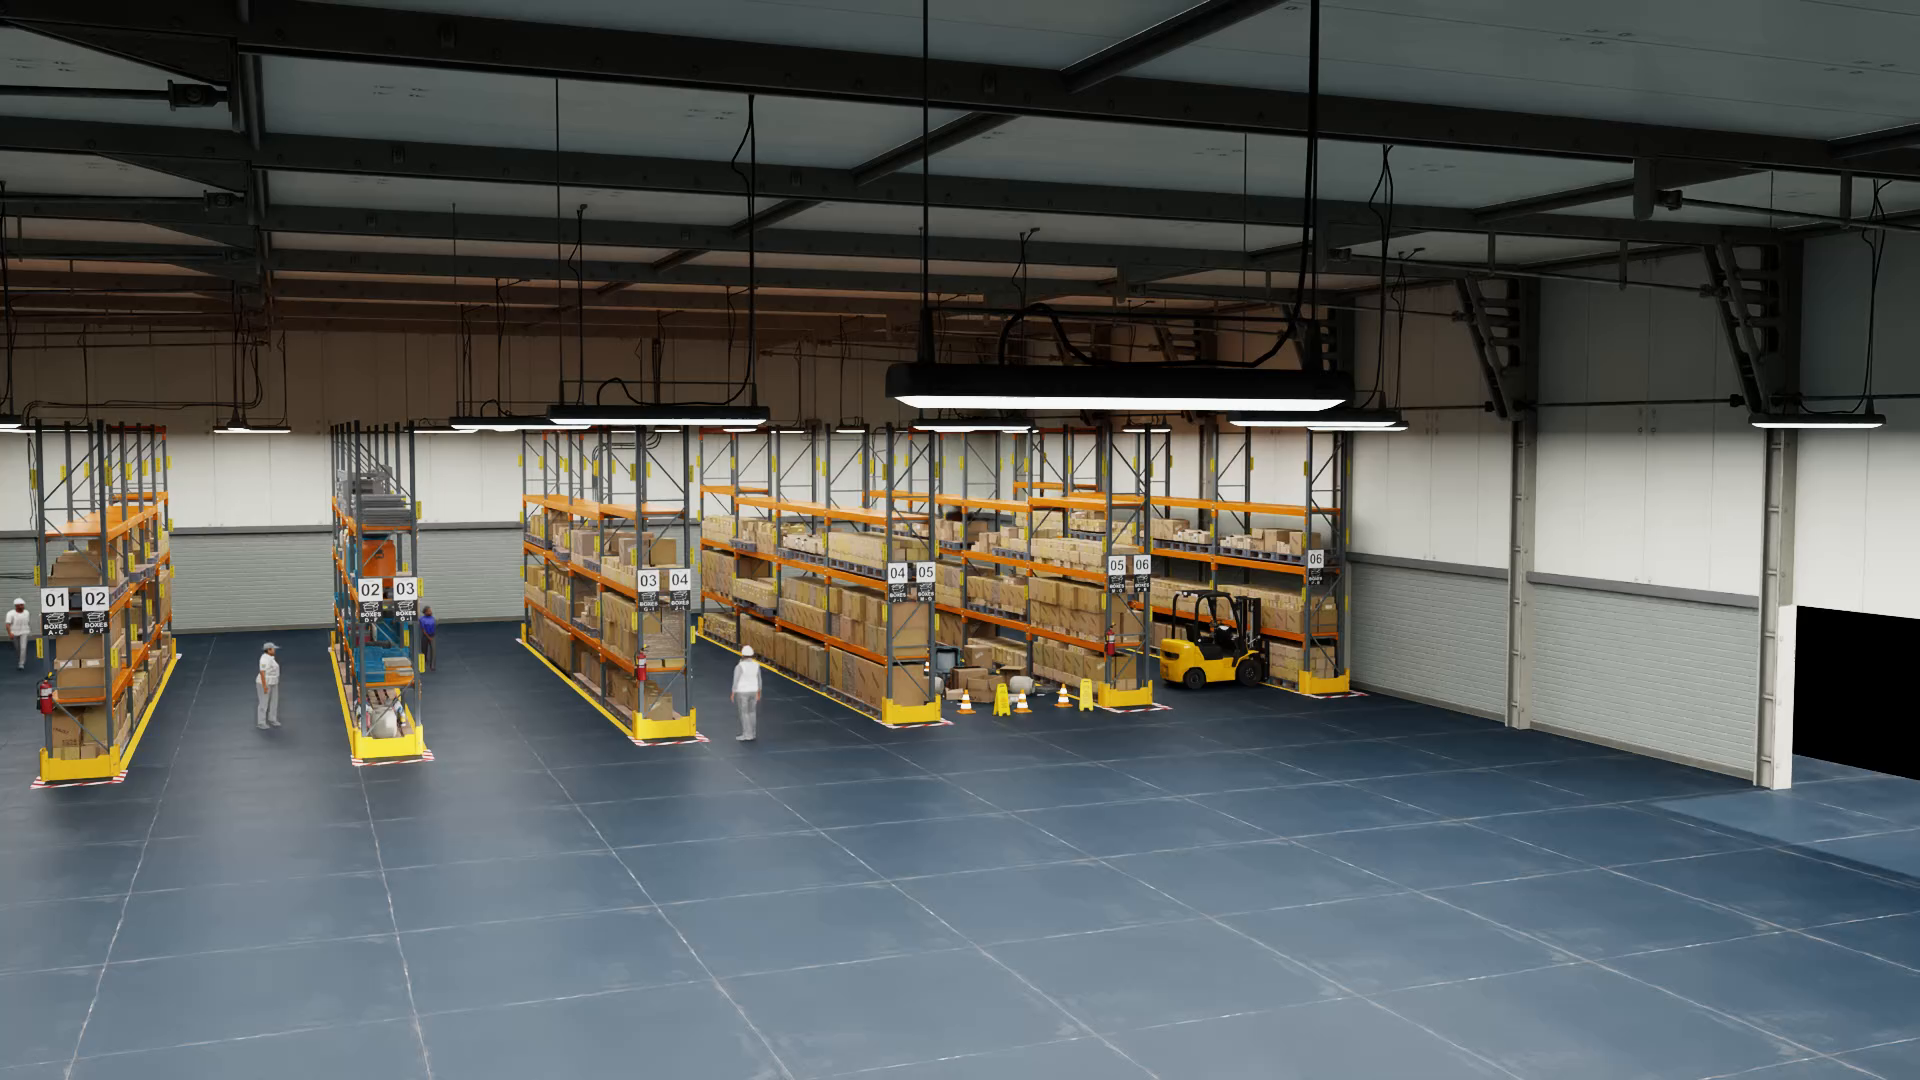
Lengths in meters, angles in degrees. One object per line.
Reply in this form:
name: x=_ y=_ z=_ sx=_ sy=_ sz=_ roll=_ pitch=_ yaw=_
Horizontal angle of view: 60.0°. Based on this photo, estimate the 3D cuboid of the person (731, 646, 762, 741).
person: x=-4.018 y=2.880 z=31.361 sx=0.581 sy=1.793 sz=0.388 roll=-3 pitch=4 yaw=-37

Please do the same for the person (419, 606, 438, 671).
person: x=-13.006 y=2.408 z=40.709 sx=0.430 sy=1.570 sz=0.977 roll=-1 pitch=4 yaw=-18

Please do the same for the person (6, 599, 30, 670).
person: x=-23.149 y=2.307 z=40.884 sx=0.496 sy=1.730 sz=1.013 roll=-1 pitch=4 yaw=-16

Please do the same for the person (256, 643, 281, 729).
person: x=-13.600 y=2.849 z=32.708 sx=0.420 sy=1.675 sz=0.573 roll=0 pitch=4 yaw=8

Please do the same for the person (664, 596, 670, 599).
person: x=-8.645 y=1.881 z=47.725 sx=0.721 sy=1.747 sz=1.023 roll=0 pitch=4 yaw=3
